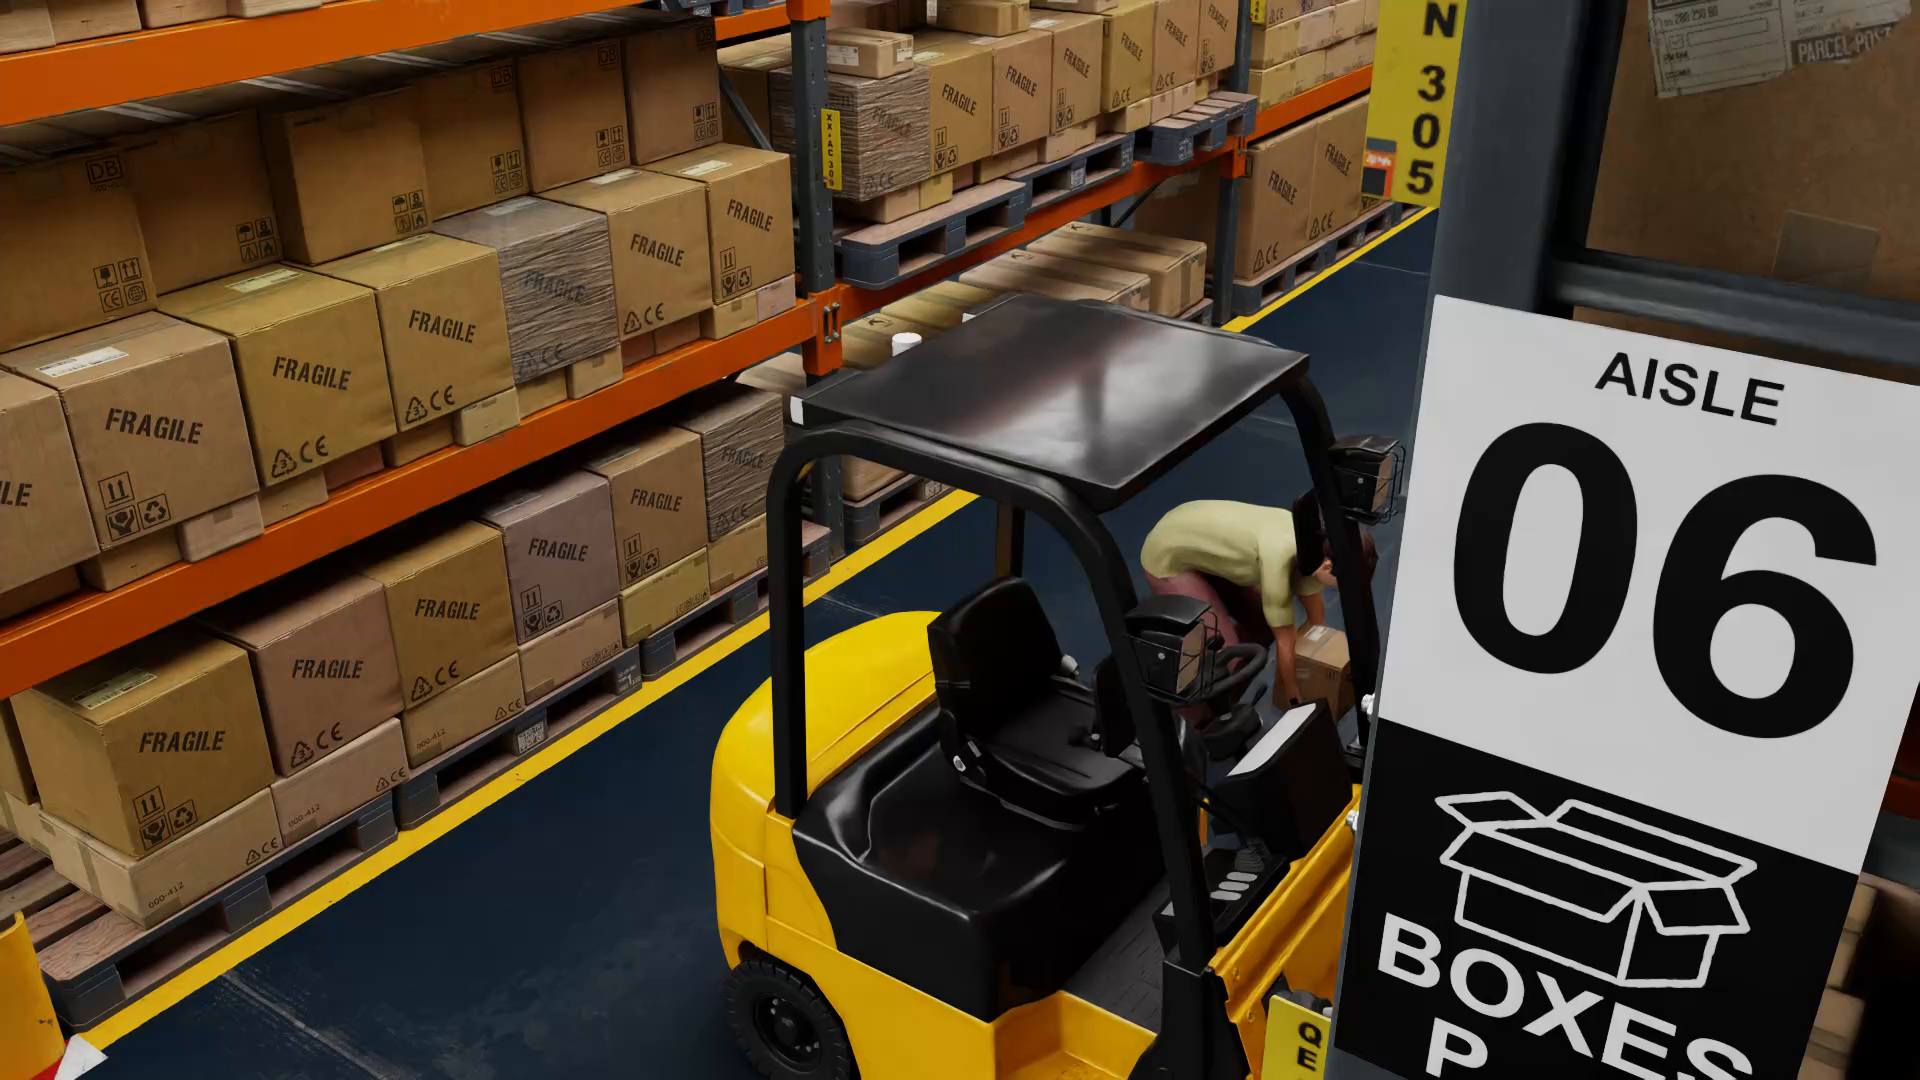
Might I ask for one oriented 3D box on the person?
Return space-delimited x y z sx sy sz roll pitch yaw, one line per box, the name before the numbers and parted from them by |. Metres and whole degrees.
person | 1.085 0.323 6.194 0.868 1.032 0.454 16 31 28
